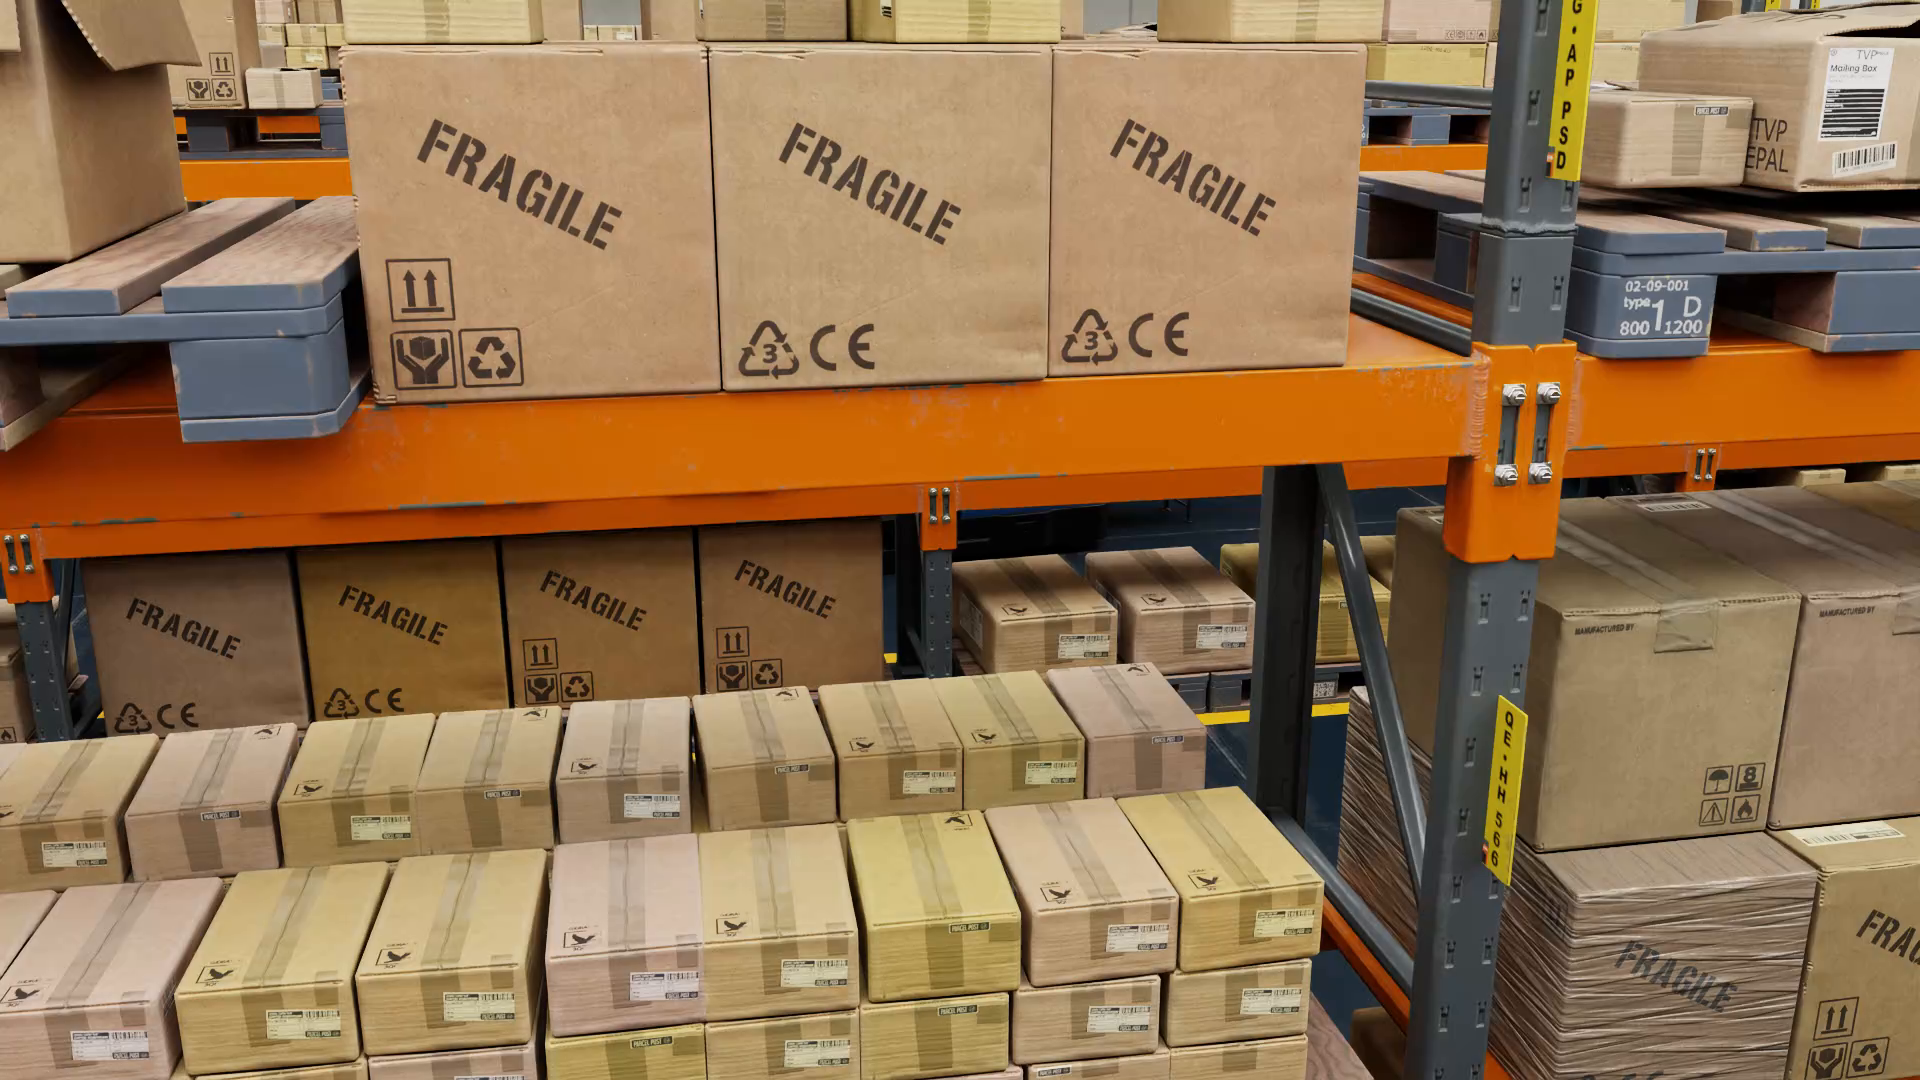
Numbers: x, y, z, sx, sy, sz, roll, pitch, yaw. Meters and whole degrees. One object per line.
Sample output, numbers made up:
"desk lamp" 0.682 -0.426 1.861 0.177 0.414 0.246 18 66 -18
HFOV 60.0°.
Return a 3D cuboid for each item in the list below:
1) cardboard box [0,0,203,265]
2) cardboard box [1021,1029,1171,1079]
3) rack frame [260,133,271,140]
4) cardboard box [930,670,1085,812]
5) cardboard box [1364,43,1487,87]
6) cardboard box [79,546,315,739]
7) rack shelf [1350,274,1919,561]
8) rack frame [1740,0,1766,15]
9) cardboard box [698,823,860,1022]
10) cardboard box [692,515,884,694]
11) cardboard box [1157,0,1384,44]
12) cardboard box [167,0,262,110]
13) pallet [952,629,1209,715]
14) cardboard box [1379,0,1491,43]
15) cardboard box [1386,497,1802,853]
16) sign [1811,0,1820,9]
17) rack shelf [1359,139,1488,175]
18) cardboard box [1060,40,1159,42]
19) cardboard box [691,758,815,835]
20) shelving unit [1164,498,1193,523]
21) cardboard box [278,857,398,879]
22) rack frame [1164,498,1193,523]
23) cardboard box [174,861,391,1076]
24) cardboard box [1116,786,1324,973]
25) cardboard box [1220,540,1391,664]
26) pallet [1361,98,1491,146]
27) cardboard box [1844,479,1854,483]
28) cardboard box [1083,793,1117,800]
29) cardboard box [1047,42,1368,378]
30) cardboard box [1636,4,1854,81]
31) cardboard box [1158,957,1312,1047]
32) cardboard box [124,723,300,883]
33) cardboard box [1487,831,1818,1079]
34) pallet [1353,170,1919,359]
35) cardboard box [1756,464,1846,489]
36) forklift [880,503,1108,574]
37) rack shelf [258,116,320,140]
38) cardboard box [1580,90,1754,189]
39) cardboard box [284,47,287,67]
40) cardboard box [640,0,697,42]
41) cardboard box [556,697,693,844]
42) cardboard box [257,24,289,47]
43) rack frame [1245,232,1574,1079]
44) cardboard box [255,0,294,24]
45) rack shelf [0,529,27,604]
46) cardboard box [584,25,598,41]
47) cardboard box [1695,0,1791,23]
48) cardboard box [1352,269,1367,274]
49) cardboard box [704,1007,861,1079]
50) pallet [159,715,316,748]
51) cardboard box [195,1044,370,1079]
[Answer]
"cardboard box" -1.541 -0.708 2.509 0.637 0.503 0.797 -3 17 -11
"cardboard box" 0.204 0.894 3.006 0.250 0.149 0.380 -3 17 -11
"rack frame" -5.066 -1.828 12.155 0.127 3.000 1.000 -3 17 -10
"cardboard box" 0.091 0.422 3.530 0.250 0.149 0.380 -4 17 -12
"cardboard box" 2.189 -2.277 8.048 0.500 0.250 0.500 -3 17 -10
"cardboard box" -3.527 0.360 7.935 0.875 0.875 0.875 -3 17 -9
"rack shelf" 2.809 -0.400 3.623 4.000 0.370 1.077 -3 17 -10
"rack frame" 3.734 -3.711 8.067 0.127 3.000 1.000 -3 17 -10
"cardboard box" -0.315 0.639 2.821 0.250 0.149 0.380 -3 17 -9
"cardboard box" -0.887 0.209 8.426 0.875 0.875 0.875 -3 17 -11
"cardboard box" 0.497 -0.949 2.710 0.258 0.266 0.396 -3 17 -10
"cardboard box" -3.200 -2.046 6.868 0.500 0.500 0.500 -4 17 -11
"pallet" 0.574 0.669 8.773 1.213 0.211 1.003 -3 17 -10
"cardboard box" 2.191 -2.513 7.964 0.500 0.250 0.500 -3 17 -10
"cardboard box" 1.288 0.253 3.506 0.500 0.500 0.700 -3 17 -11
"sign" 6.805 -4.159 13.261 0.005 0.325 0.100 -3 17 -10
"rack shelf" 1.770 -1.822 8.251 4.000 0.370 1.077 -3 17 -10
"cardboard box" 0.234 -0.726 3.286 0.500 0.500 0.500 -3 17 -10
"cardboard box" -0.443 0.593 3.479 0.250 0.149 0.380 -3 17 -10
"shelving unit" 1.210 -0.858 11.552 0.755 1.500 0.431 -6 18 -18
"cardboard box" -1.196 0.635 3.340 0.250 0.149 0.380 -3 17 -8
"rack frame" 1.555 -0.894 11.668 0.023 1.500 0.400 -6 18 -18
"cardboard box" -1.075 0.681 2.685 0.250 0.149 0.380 -3 17 -9
"cardboard box" 0.451 0.595 2.964 0.250 0.149 0.380 -4 18 -13
"cardboard box" 1.832 0.322 8.914 0.625 0.372 0.950 -3 17 -9
"pallet" 2.090 -2.125 8.332 1.003 0.211 1.213 -3 17 -10
"cardboard box" 4.888 -0.076 9.142 0.500 0.500 0.500 -3 17 -8
"cardboard box" 0.332 0.547 3.628 0.250 0.149 0.380 -2 17 -8
"cardboard box" 0.332 -0.576 2.798 0.500 0.500 0.500 -3 17 -10
"cardboard box" 1.814 -0.984 3.563 0.500 0.311 0.500 -3 17 -10
"cardboard box" 0.446 0.737 3.010 0.250 0.149 0.380 -3 17 -9
"cardboard box" -1.446 0.508 3.249 0.250 0.149 0.380 -4 18 -13
"cardboard box" 1.337 0.806 3.409 0.500 0.500 0.500 -3 17 -10
"pallet" 1.467 -0.594 3.349 1.003 0.211 1.213 -2 17 -8
"cardboard box" 4.499 -0.343 8.905 0.250 0.149 0.380 -3 17 -10
"forklift" -0.588 -1.341 10.684 3.031 2.935 1.130 -6 18 -18
"rack shelf" -3.102 -3.030 12.183 4.000 0.370 1.077 -3 17 -10
"cardboard box" 1.203 -0.734 3.026 0.250 0.149 0.380 -4 18 -13
"cardboard box" -4.697 -3.293 11.357 0.250 0.149 0.380 -3 17 -10
"cardboard box" -1.129 -2.193 7.348 0.500 0.500 0.700 -4 18 -13
"cardboard box" -0.676 0.464 3.391 0.250 0.149 0.380 -2 17 -8
"cardboard box" -4.690 -3.423 11.274 0.250 0.149 0.380 -3 17 -9
"rack frame" 0.845 0.801 3.595 0.127 3.000 1.000 -3 17 -10
"cardboard box" -4.704 -3.647 11.298 0.258 0.266 0.396 -3 17 -11
"rack shelf" -6.084 0.058 7.240 4.000 0.370 1.077 -3 17 -10
"cardboard box" -2.694 -3.569 11.785 0.250 0.149 0.380 -3 17 -10
"cardboard box" 6.328 -4.132 13.491 0.500 0.500 0.500 -3 17 -9
"cardboard box" 1.815 -1.058 8.254 0.500 0.500 0.500 -4 18 -13
"cardboard box" -0.319 0.781 2.865 0.250 0.149 0.380 -3 17 -10
"pallet" -3.378 0.871 8.118 1.213 0.211 1.003 -3 17 -10
"cardboard box" -1.073 0.824 2.727 0.250 0.149 0.380 -4 17 -12
